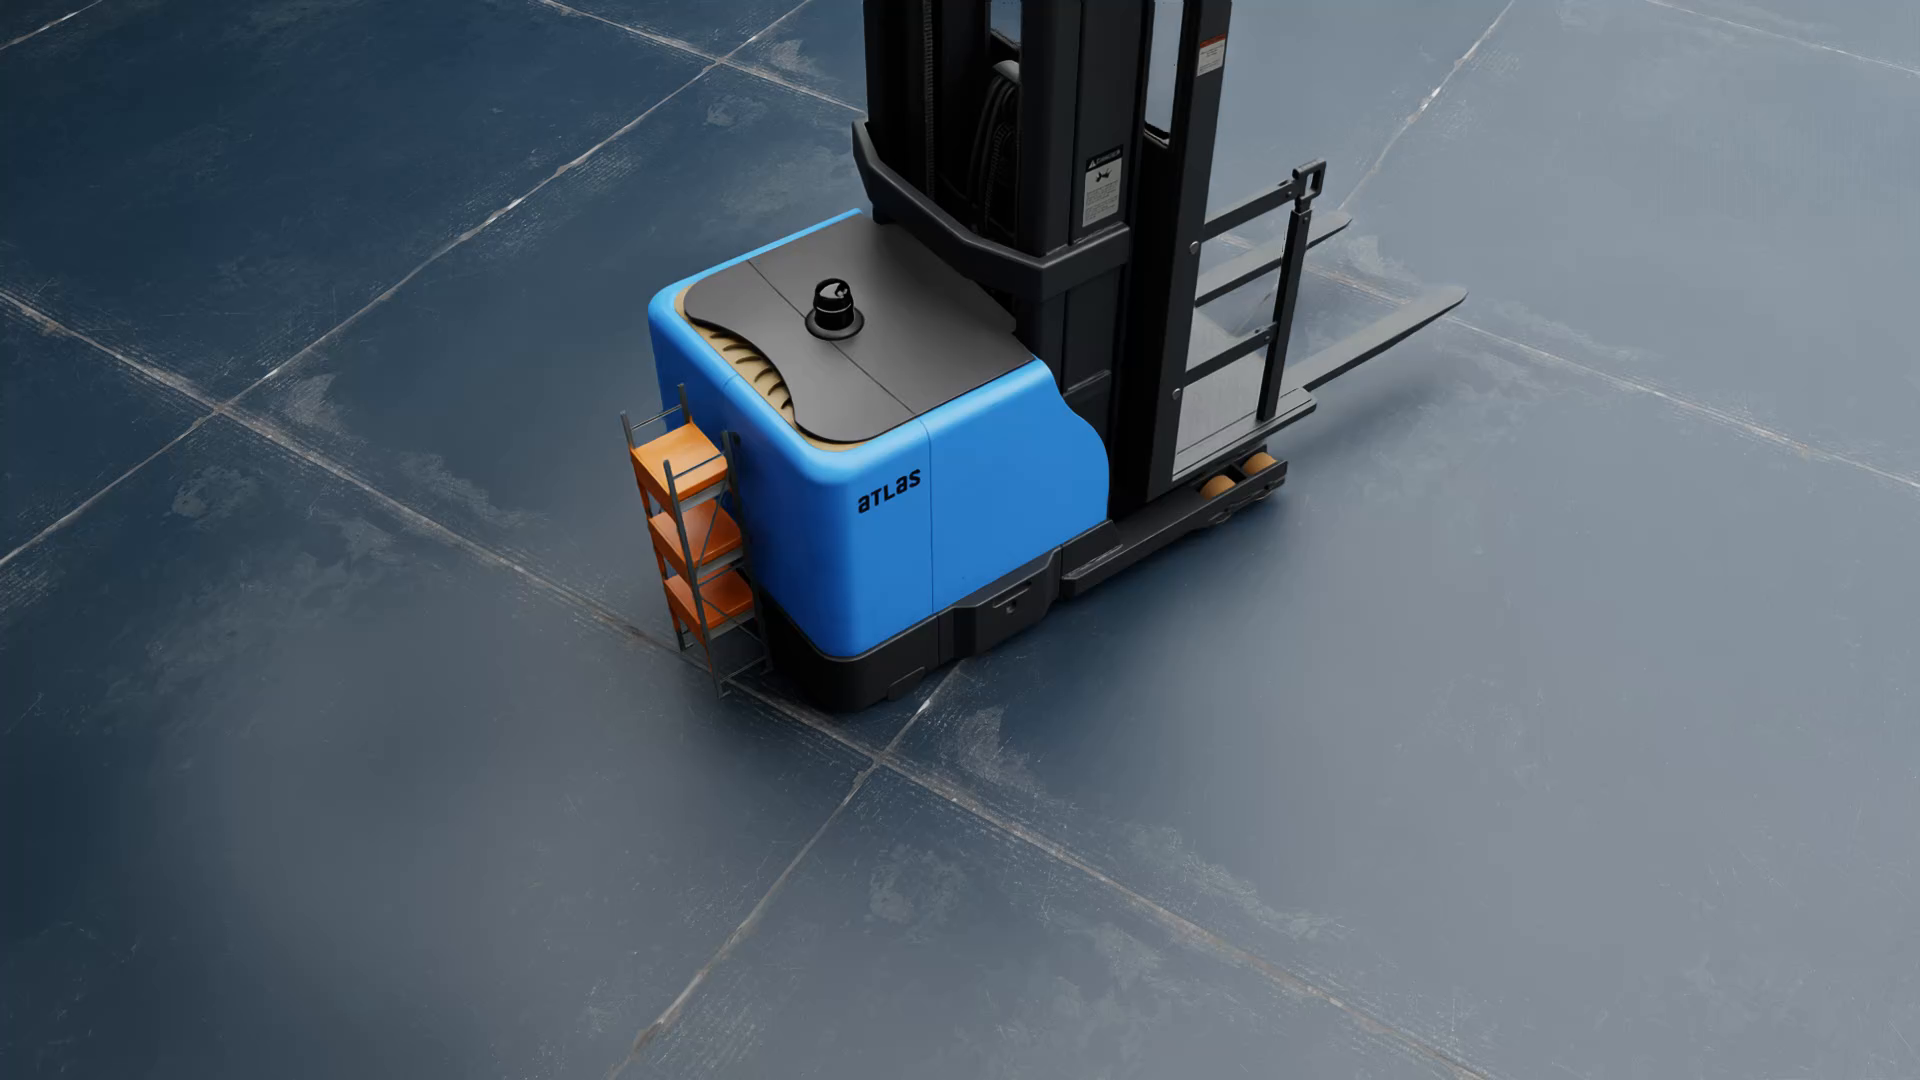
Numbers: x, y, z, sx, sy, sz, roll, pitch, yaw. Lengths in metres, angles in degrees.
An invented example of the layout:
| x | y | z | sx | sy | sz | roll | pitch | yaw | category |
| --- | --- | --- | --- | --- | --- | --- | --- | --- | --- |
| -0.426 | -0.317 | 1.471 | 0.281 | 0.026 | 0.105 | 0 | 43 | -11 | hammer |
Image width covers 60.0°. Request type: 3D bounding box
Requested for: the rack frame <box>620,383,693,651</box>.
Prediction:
| x | y | z | sx | sy | sz | roll | pitch | yaw | category |
| --- | --- | --- | --- | --- | --- | --- | --- | --- | --- |
| -0.845 | -0.041 | 5.051 | 0.200 | 1.050 | 0.008 | -29 | 52 | -22 | rack frame |

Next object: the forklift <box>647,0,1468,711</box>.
| x | y | z | sx | sy | sz | roll | pitch | yaw | category |
| --- | --- | --- | --- | --- | --- | --- | --- | --- | --- |
| 0.532 | -1.360 | 5.028 | 3.031 | 2.935 | 1.130 | -28 | 52 | -25 | forklift |

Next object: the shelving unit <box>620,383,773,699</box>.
| x | y | z | sx | sy | sz | roll | pitch | yaw | category |
| --- | --- | --- | --- | --- | --- | --- | --- | --- | --- |
| -0.773 | 0.030 | 4.982 | 0.215 | 1.050 | 0.252 | -29 | 52 | -22 | shelving unit |

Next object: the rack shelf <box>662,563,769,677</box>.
| x | y | z | sx | sy | sz | roll | pitch | yaw | category |
| --- | --- | --- | --- | --- | --- | --- | --- | --- | --- |
| -0.763 | 0.225 | 5.194 | 0.215 | 0.259 | 0.240 | -29 | 52 | -22 | rack shelf |

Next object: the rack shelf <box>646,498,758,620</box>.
| x | y | z | sx | sy | sz | roll | pitch | yaw | category |
| --- | --- | --- | --- | --- | --- | --- | --- | --- | --- |
| -0.773 | 0.037 | 4.990 | 0.215 | 0.259 | 0.240 | -29 | 52 | -22 | rack shelf |

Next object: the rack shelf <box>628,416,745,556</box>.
| x | y | z | sx | sy | sz | roll | pitch | yaw | category |
| --- | --- | --- | --- | --- | --- | --- | --- | --- | --- |
| -0.783 | -0.155 | 4.782 | 0.215 | 0.259 | 0.240 | -29 | 52 | -22 | rack shelf |

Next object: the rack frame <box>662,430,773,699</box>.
| x | y | z | sx | sy | sz | roll | pitch | yaw | category |
| --- | --- | --- | --- | --- | --- | --- | --- | --- | --- |
| -0.702 | 0.101 | 4.913 | 0.200 | 1.050 | 0.008 | -29 | 52 | -22 | rack frame |
